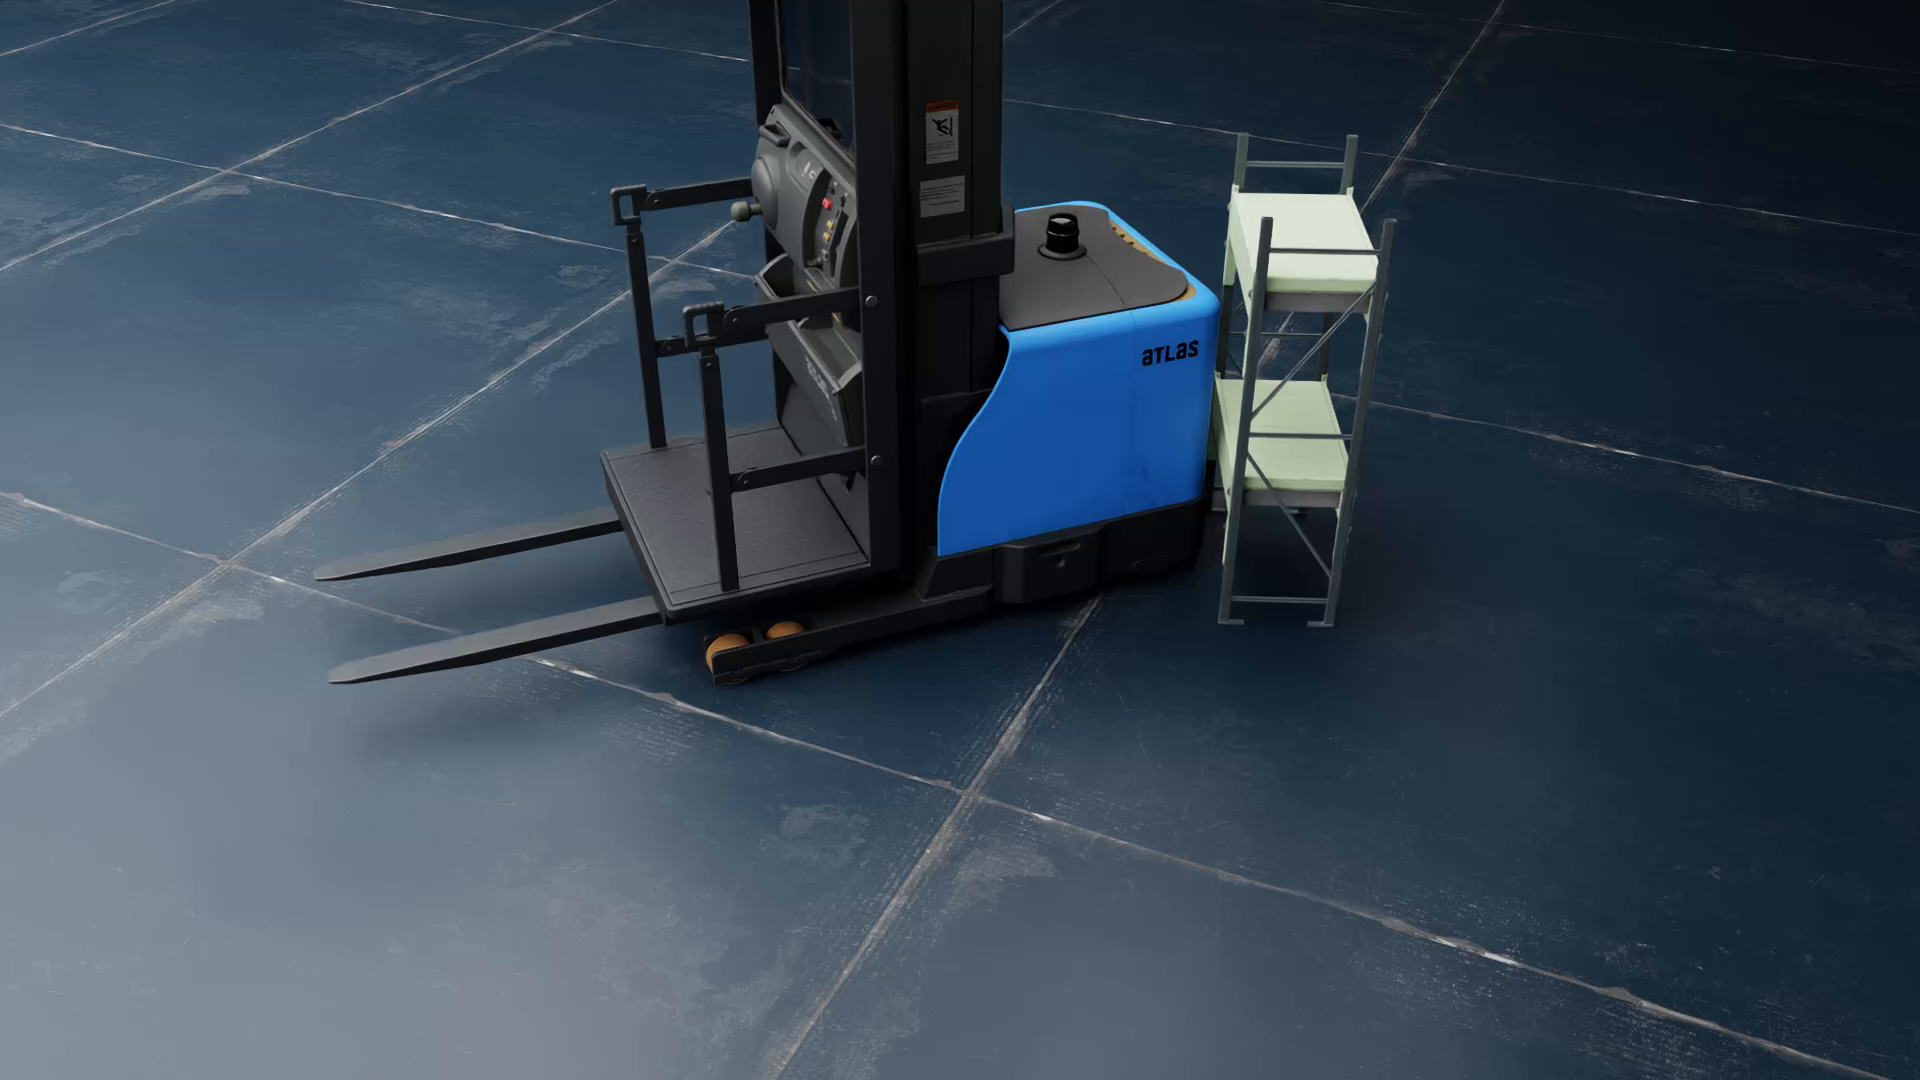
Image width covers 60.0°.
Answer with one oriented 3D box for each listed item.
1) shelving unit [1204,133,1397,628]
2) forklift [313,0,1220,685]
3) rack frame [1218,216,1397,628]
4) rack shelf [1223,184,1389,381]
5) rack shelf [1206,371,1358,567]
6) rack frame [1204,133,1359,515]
[{"bbox_3d":[1.120,-0.534,5.696,0.431,1.500,0.755,2,33,2],"label":"shelving unit"},{"bbox_3d":[-0.682,-1.075,5.217,3.031,2.935,1.130,-12,35,-18],"label":"forklift"},{"bbox_3d":[1.103,-0.334,5.390,0.400,1.500,0.023,2,33,2],"label":"rack frame"},{"bbox_3d":[1.121,-0.861,5.482,0.431,0.370,0.720,2,33,2],"label":"rack shelf"},{"bbox_3d":[1.119,-0.262,5.875,0.431,0.370,0.720,2,33,2],"label":"rack shelf"},{"bbox_3d":[1.136,-0.735,6.002,0.400,1.500,0.023,2,33,2],"label":"rack frame"}]
